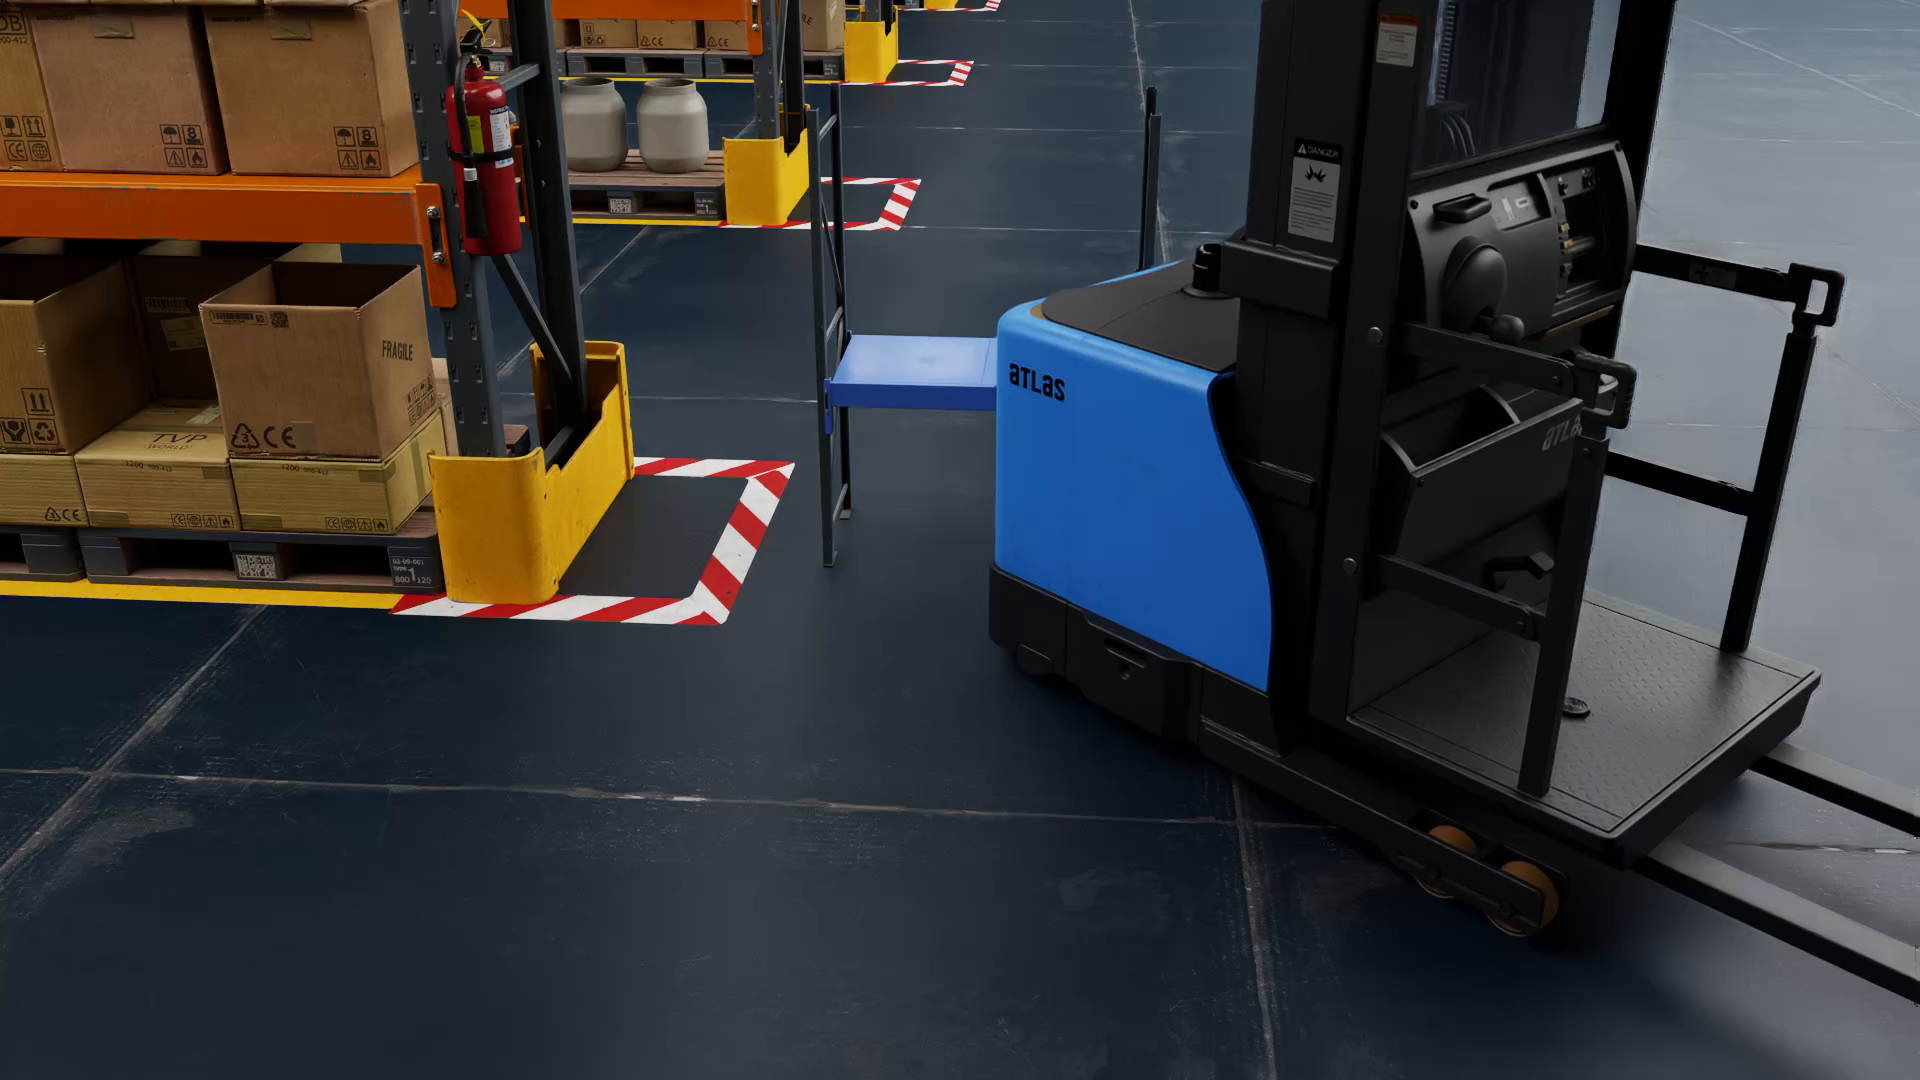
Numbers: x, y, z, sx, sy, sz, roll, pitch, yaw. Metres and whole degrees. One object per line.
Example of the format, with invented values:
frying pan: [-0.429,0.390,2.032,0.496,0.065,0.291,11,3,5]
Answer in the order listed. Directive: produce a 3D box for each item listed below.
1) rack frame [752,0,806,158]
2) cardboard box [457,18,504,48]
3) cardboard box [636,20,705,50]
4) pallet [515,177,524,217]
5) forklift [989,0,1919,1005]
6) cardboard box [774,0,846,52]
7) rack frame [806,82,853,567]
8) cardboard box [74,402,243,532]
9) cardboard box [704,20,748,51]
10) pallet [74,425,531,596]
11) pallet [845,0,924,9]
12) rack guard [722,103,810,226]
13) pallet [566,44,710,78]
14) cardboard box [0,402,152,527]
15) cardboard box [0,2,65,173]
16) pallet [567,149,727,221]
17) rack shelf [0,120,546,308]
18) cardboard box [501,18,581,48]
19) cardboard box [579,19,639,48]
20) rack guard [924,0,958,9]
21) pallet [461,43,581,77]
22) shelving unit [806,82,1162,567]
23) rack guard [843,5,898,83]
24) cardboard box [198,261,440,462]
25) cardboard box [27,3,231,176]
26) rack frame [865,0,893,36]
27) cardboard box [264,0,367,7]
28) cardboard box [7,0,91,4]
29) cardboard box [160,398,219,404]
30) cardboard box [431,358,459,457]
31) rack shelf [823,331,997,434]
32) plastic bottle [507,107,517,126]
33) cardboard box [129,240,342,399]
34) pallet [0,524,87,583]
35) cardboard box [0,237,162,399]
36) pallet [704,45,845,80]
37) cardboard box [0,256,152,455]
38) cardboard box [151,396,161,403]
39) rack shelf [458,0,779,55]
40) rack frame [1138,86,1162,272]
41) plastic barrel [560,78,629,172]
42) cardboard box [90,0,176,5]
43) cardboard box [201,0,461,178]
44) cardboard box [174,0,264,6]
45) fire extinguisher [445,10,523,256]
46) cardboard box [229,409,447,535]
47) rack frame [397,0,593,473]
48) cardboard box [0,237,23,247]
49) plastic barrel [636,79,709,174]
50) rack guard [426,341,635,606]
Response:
rack frame: [-1.084,-3.467,9.695,0.127,3.000,1.000,2,25,4]
cardboard box: [-4.297,-4.685,14.830,0.500,0.500,0.500,1,25,2]
cardboard box: [-2.548,-4.646,14.746,0.500,0.500,0.500,4,25,9]
pallet: [-3.186,-2.251,10.389,1.213,0.211,1.003,2,25,4]
forklift: [1.452,-0.670,3.701,1.130,2.935,3.031,-21,32,-38]
cardboard box: [-1.326,-4.613,14.675,0.500,0.500,0.500,6,25,14]
rack frame: [-0.422,-0.695,5.466,0.032,1.500,0.500,2,25,4]
cardboard box: [-2.524,-0.249,5.490,0.500,0.250,0.500,2,25,4]
cardboard box: [-1.925,-4.618,14.685,0.500,0.500,0.500,8,26,18]
pallet: [-2.233,-0.143,5.807,1.213,0.211,1.003,2,25,4]
pallet: [-1.028,-6.321,19.235,1.213,0.211,1.003,2,25,4]
rack guard: [-1.163,-2.314,10.180,0.348,0.500,1.175,2,25,4]
pallet: [-2.801,-4.347,14.946,1.213,0.211,1.003,2,25,4]
cardboard box: [-3.022,-0.264,5.523,0.500,0.250,0.500,2,25,4]
cardboard box: [-2.950,-1.501,5.304,0.500,0.500,0.700,2,25,4]
pallet: [-1.973,-2.211,10.302,1.213,0.211,1.003,2,25,4]
rack shelf: [-3.461,-1.139,5.498,4.000,0.370,1.077,2,25,4]
cardboard box: [-3.726,-4.669,14.797,0.500,0.500,0.500,10,27,21]
cardboard box: [-3.101,-4.682,14.825,0.500,0.500,0.500,0,25,-1]
rack guard: [-0.200,-6.459,19.188,0.348,0.500,1.175,2,25,4]
pallet: [-4.021,-4.385,15.028,1.213,0.211,1.003,2,25,4]
shelving unit: [0.085,-0.679,5.431,1.048,1.500,0.538,2,25,4]
rack guard: [-0.781,-4.398,14.709,0.348,0.500,1.175,2,25,4]
cardboard box: [-2.024,-0.578,5.307,0.500,0.500,0.500,2,25,4]
cardboard box: [-2.455,-1.483,5.264,0.500,0.500,0.700,2,25,5]
rack frame: [-0.705,-5.531,14.182,0.127,3.000,1.000,2,25,4]
cardboard box: [-1.862,-1.675,4.906,0.250,0.149,0.380,1,25,3]
cardboard box: [-2.629,-1.700,4.961,0.250,0.149,0.380,2,25,5]
cardboard box: [-2.483,-0.468,5.966,0.500,0.250,0.500,2,25,4]
cardboard box: [-1.985,-0.454,5.935,0.500,0.250,0.500,2,25,4]
rack shelf: [0.085,-0.515,5.506,1.000,0.185,0.538,2,25,4]
plastic bottle: [-2.868,-2.615,10.582,0.097,0.271,0.097,0,25,0]
cardboard box: [-2.483,-0.810,5.811,0.500,0.500,0.500,2,25,4]
pallet: [-3.446,-0.183,5.894,1.213,0.211,1.003,2,25,4]
cardboard box: [-2.983,-0.820,5.834,0.500,0.500,0.500,2,25,4]
pallet: [-1.588,-4.307,14.858,1.213,0.211,1.003,2,25,4]
cardboard box: [-3.023,-0.604,5.363,0.500,0.500,0.500,2,25,4]
cardboard box: [-2.982,-0.484,6.001,0.500,0.250,0.500,2,25,4]
rack shelf: [-3.078,-3.204,9.985,4.000,0.370,1.077,2,25,4]
rack frame: [0.592,-0.662,5.395,0.032,1.500,0.500,2,25,4]
plastic barrel: [-2.246,-2.532,10.139,0.421,0.512,0.421,0,25,0]
cardboard box: [-2.379,-1.691,4.941,0.250,0.149,0.380,1,25,3]
cardboard box: [-1.931,-1.468,5.232,0.500,0.500,0.700,2,25,4]
cardboard box: [-2.124,-1.683,4.923,0.250,0.149,0.380,2,25,5]
fire extinguisher: [-1.385,-1.170,4.796,0.183,0.674,0.296,2,25,4]
cardboard box: [-2.024,-0.238,5.466,0.500,0.250,0.500,2,25,4]
rack frame: [-1.467,-1.402,5.209,0.127,3.000,1.000,2,25,4]
cardboard box: [-3.480,-0.844,5.885,0.500,0.500,0.500,2,25,4]
plastic barrel: [-1.746,-2.516,10.104,0.421,0.512,0.421,0,25,0]
rack guard: [-1.443,-0.266,5.730,0.348,0.500,1.175,2,25,4]
